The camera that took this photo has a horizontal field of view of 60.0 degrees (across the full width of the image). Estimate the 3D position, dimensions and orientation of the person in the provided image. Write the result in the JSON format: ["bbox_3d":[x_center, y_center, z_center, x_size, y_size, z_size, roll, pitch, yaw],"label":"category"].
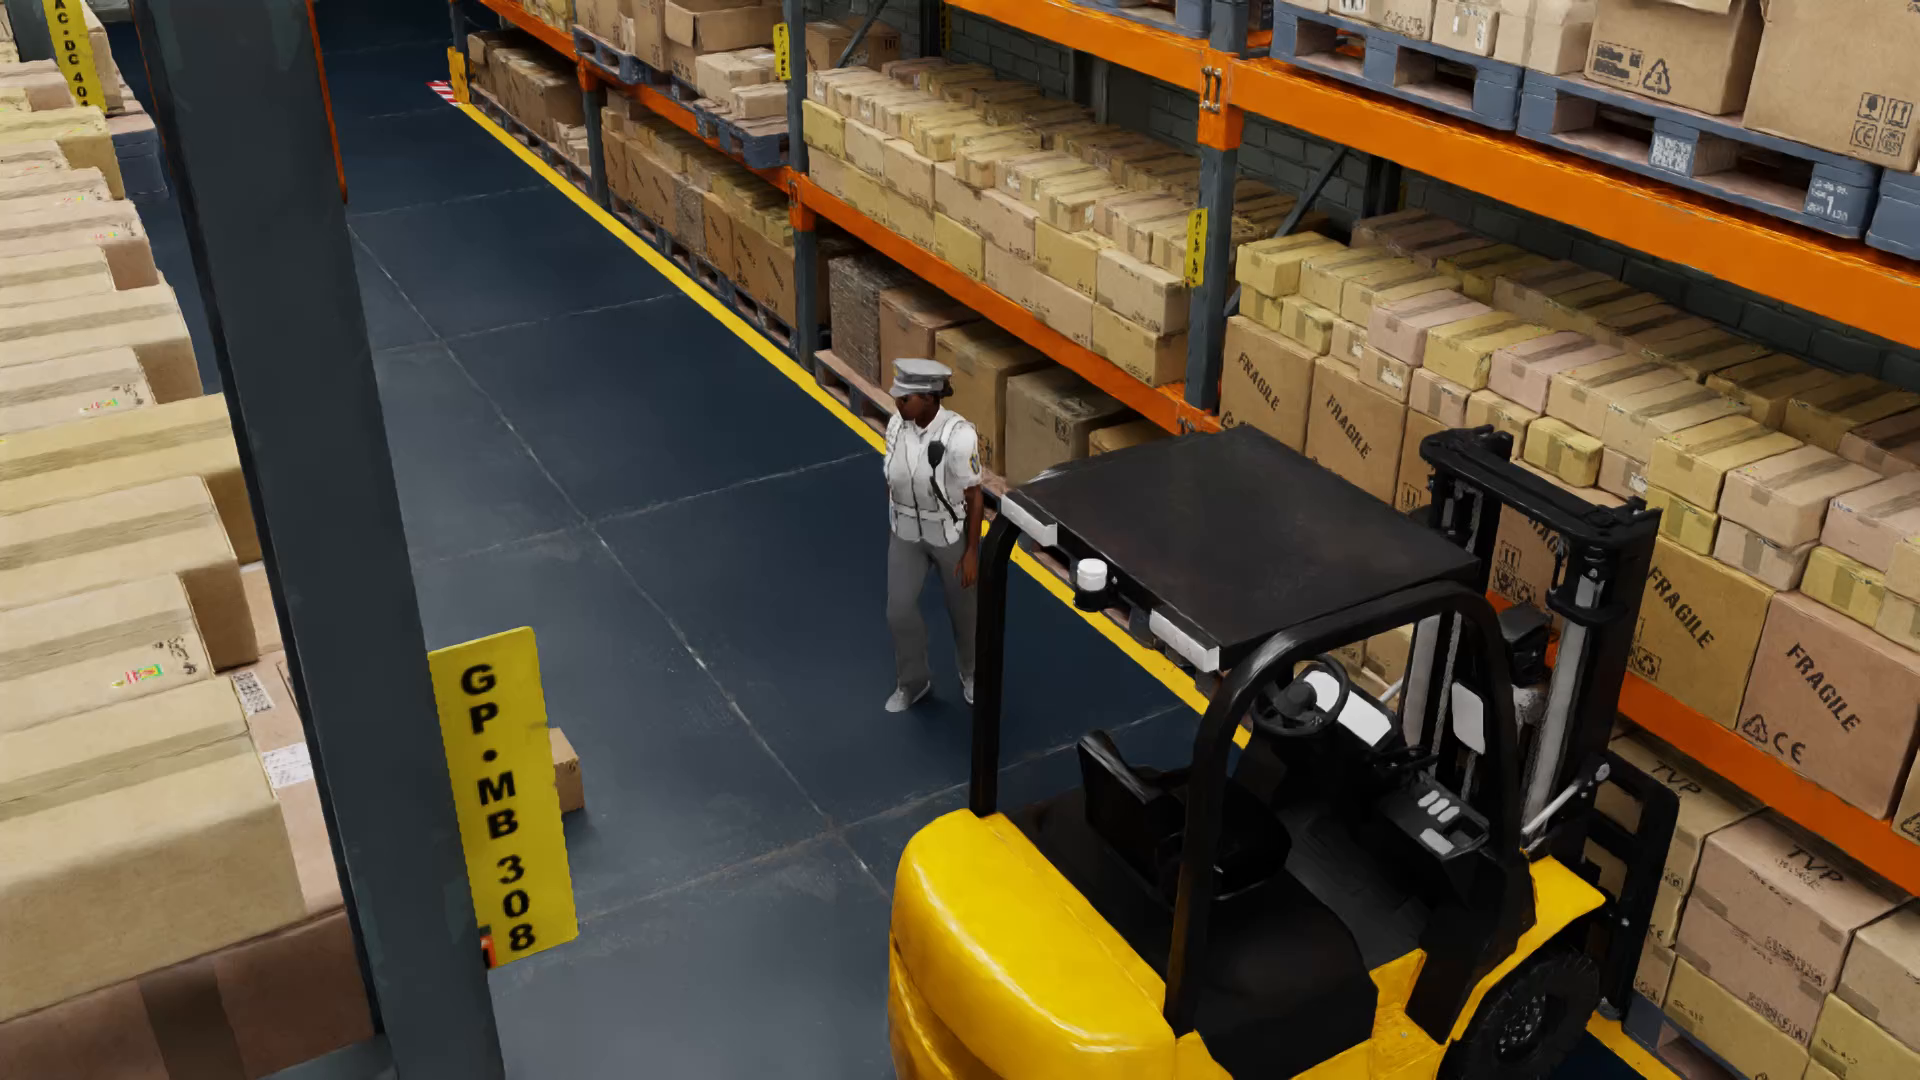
[{"bbox_3d":[-0.102,0.005,7.159,0.488,1.725,0.445,12,31,20],"label":"person"}]
